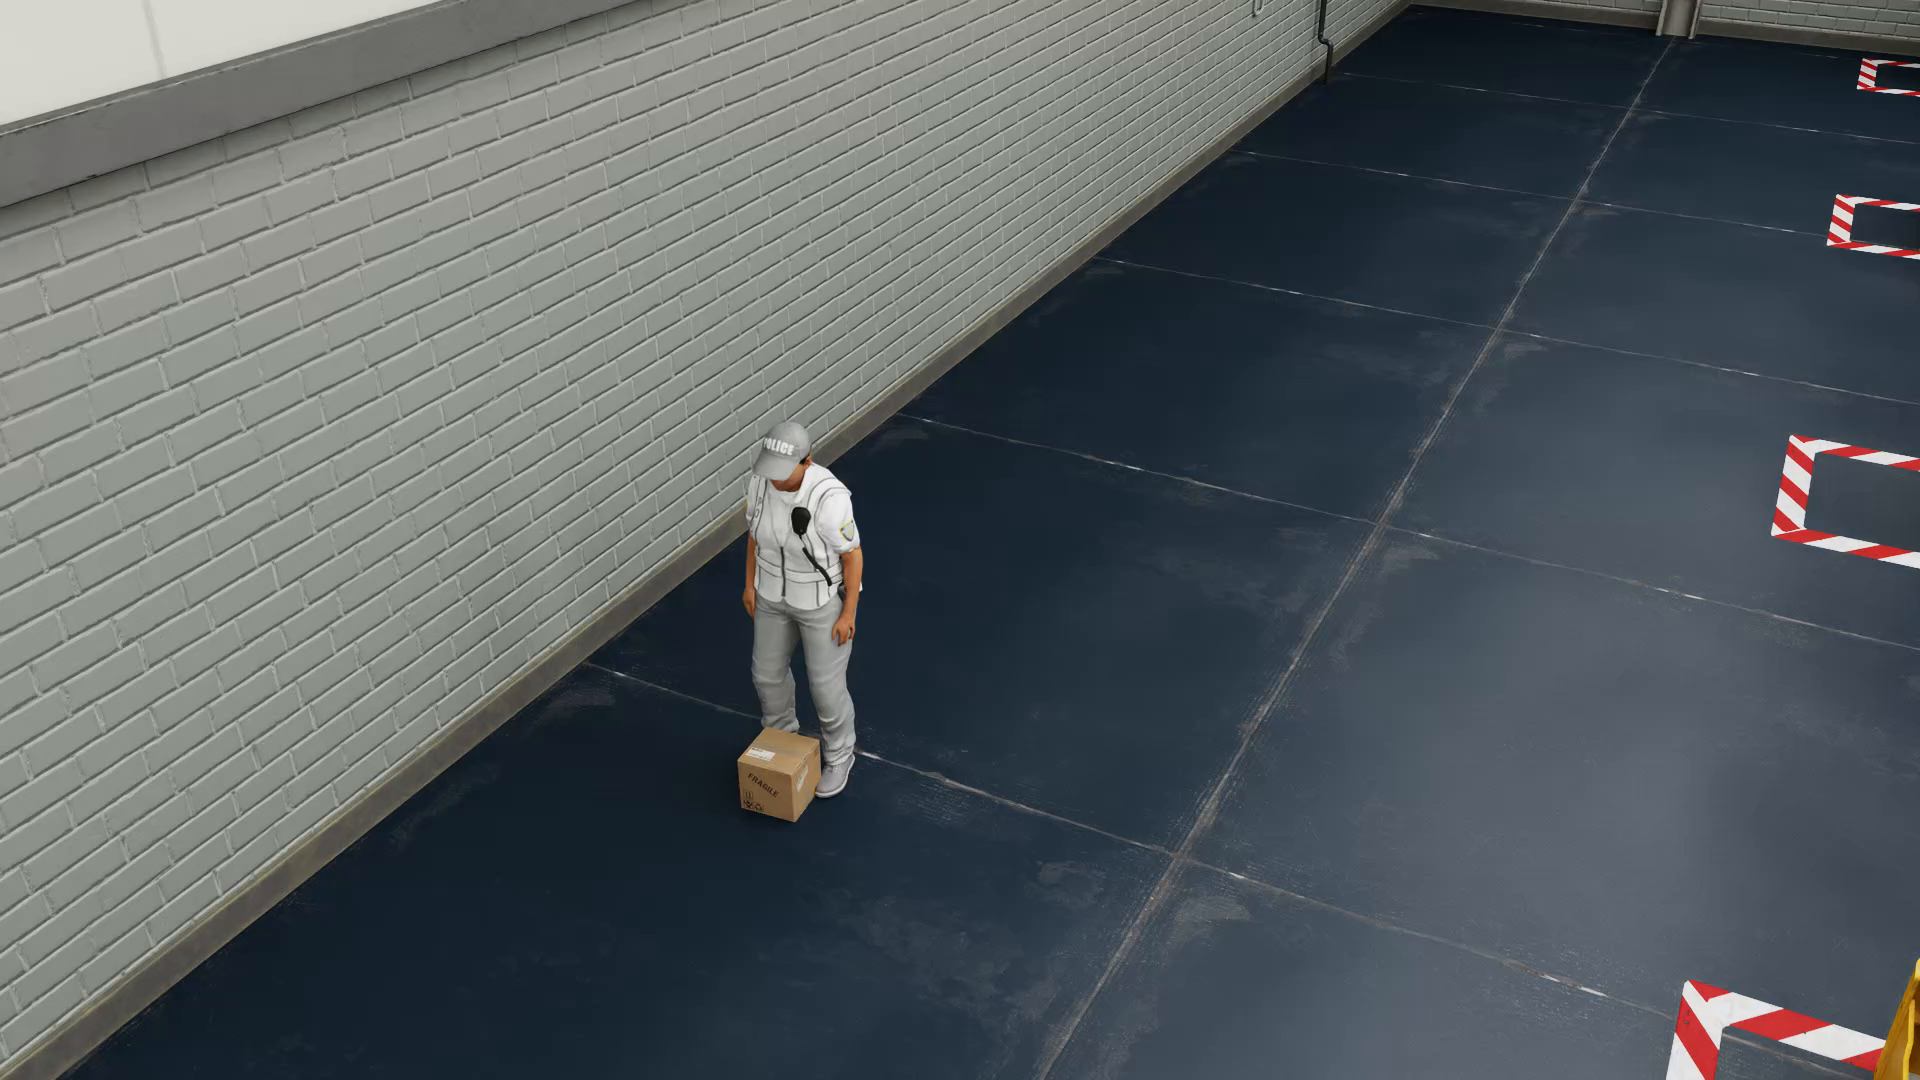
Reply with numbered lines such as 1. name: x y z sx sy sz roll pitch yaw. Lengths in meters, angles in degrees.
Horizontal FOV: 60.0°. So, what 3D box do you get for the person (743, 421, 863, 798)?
1. person: -0.650 0.254 6.689 0.537 1.665 0.470 14 33 23
